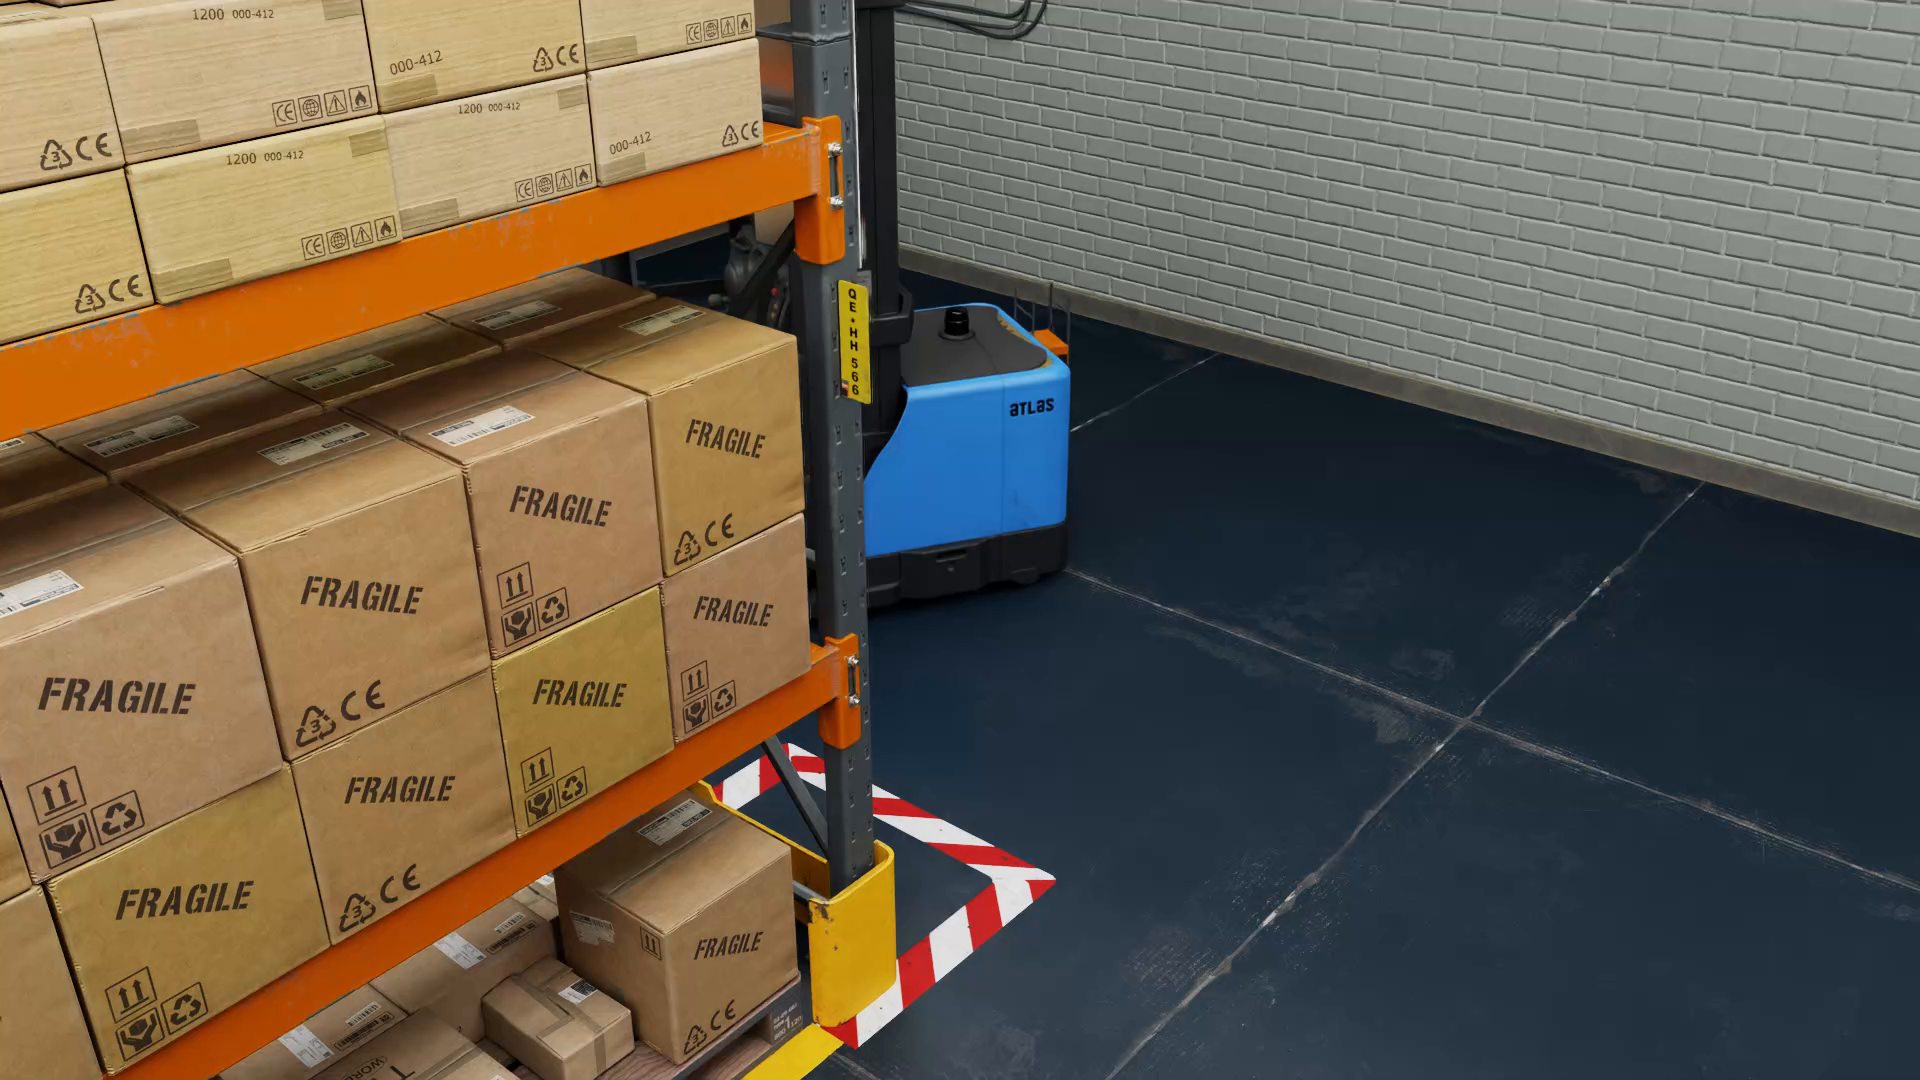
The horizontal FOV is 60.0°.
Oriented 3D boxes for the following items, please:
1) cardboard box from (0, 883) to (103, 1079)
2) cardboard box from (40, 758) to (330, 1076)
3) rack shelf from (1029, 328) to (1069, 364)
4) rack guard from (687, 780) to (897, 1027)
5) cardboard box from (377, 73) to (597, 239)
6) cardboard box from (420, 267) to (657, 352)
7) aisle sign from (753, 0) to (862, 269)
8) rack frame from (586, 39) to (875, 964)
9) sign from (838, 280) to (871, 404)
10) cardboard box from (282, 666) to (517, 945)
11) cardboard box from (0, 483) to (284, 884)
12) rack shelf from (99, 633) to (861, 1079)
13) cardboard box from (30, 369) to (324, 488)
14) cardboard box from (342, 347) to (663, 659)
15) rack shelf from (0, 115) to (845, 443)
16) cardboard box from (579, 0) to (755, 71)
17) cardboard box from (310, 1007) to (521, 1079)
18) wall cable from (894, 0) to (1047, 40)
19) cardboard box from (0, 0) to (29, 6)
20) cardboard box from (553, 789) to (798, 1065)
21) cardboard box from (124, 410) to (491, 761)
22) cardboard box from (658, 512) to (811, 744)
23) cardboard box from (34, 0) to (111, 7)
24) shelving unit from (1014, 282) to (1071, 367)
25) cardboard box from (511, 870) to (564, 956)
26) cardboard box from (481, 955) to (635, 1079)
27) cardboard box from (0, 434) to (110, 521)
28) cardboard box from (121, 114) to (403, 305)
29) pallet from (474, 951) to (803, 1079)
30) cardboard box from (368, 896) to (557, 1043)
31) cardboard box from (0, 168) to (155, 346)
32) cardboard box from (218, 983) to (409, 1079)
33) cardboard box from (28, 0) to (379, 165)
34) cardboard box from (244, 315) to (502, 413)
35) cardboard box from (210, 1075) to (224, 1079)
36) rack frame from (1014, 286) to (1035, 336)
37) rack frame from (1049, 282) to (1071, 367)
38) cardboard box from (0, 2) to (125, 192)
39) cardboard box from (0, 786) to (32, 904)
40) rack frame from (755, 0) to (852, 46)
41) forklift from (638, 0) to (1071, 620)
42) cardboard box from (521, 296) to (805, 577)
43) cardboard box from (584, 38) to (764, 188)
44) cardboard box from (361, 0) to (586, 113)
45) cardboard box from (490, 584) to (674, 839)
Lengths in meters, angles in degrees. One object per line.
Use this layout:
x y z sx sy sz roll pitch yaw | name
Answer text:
-2.060 0.879 3.178 0.500 0.500 0.500 21 34 34 | cardboard box
-1.738 0.698 3.528 0.500 0.500 0.500 20 34 34 | cardboard box
0.393 -0.930 8.056 0.180 0.103 0.258 -10 29 -18 | rack shelf
-0.742 1.102 5.575 1.175 0.500 0.348 21 34 34 | rack guard
-1.143 -0.867 3.561 0.500 0.250 0.500 21 34 34 | cardboard box
-1.179 -0.443 4.645 0.500 0.500 0.500 22 35 36 | cardboard box
-0.414 -1.124 4.330 0.394 0.787 0.004 21 34 34 | aisle sign
-0.694 -0.035 5.053 1.000 3.000 0.127 21 34 34 | rack frame
-0.278 -0.520 4.387 0.100 0.325 0.005 21 34 34 | sign
-1.417 0.519 3.873 0.500 0.500 0.500 21 34 35 | cardboard box
-1.738 0.261 3.283 0.500 0.500 0.500 22 35 36 | cardboard box
-1.966 0.994 3.848 1.077 0.370 4.000 21 34 34 | rack shelf
-1.828 -0.080 3.943 0.500 0.500 0.500 21 34 35 | cardboard box
-1.085 -0.106 3.993 0.500 0.500 0.500 22 34 36 | cardboard box
-1.966 -0.339 3.159 1.077 0.370 4.000 21 34 34 | rack shelf
-0.824 -1.266 3.787 0.500 0.250 0.500 21 34 34 | cardboard box
-1.477 1.584 4.438 0.500 0.250 0.500 21 34 34 | cardboard box
-0.645 -4.668 10.859 3.097 2.526 0.112 21 34 34 | wall cable
-2.017 -1.158 2.762 0.700 0.500 0.500 21 34 34 | cardboard box
-0.849 1.145 5.015 0.500 0.500 0.500 21 34 34 | cardboard box
-1.411 0.079 3.635 0.500 0.500 0.500 22 34 36 | cardboard box
-0.768 0.159 4.569 0.500 0.500 0.500 22 35 36 | cardboard box
-1.626 -1.308 3.052 0.700 0.500 0.500 21 34 34 | cardboard box
0.393 -0.650 8.201 0.189 1.200 0.258 -10 29 -18 | shelving unit
-1.384 1.165 5.339 0.380 0.166 0.250 21 34 34 | cardboard box
-1.176 1.410 4.865 0.380 0.166 0.250 21 34 34 | cardboard box
-2.150 0.101 3.594 0.500 0.500 0.500 20 34 34 | cardboard box
-1.451 -0.686 3.211 0.500 0.250 0.500 21 34 34 | cardboard box
-1.248 1.514 5.095 1.003 0.211 1.213 21 34 34 | pallet
-1.576 1.278 5.029 0.500 0.250 0.500 21 34 34 | cardboard box
-1.782 -0.514 2.877 0.500 0.250 0.500 21 34 34 | cardboard box
-1.894 1.455 4.686 0.500 0.250 0.500 21 34 34 | cardboard box
-1.462 -0.913 3.104 0.500 0.250 0.500 21 34 34 | cardboard box
-1.506 -0.256 4.283 0.500 0.500 0.500 21 34 35 | cardboard box
-2.047 1.629 4.075 0.797 0.503 0.637 21 34 34 | cardboard box
0.307 -0.635 8.172 0.006 1.200 0.240 -10 29 -18 | rack frame
0.479 -0.665 8.229 0.006 1.200 0.240 -10 29 -18 | rack frame
-1.775 -0.733 2.758 0.500 0.250 0.500 21 34 34 | cardboard box
-2.066 0.445 2.929 0.500 0.500 0.500 20 33 33 | cardboard box
-0.694 -2.700 3.675 1.000 3.000 0.127 21 34 34 | rack frame
-1.061 -1.090 7.167 3.031 2.935 1.130 -10 29 -18 | forklift
-0.764 -0.285 4.340 0.500 0.500 0.500 20 34 34 | cardboard box
-0.817 -1.041 3.897 0.500 0.250 0.500 21 34 34 | cardboard box
-1.141 -1.089 3.445 0.500 0.250 0.500 21 34 34 | cardboard box
-1.096 0.344 4.212 0.500 0.500 0.500 21 34 35 | cardboard box
